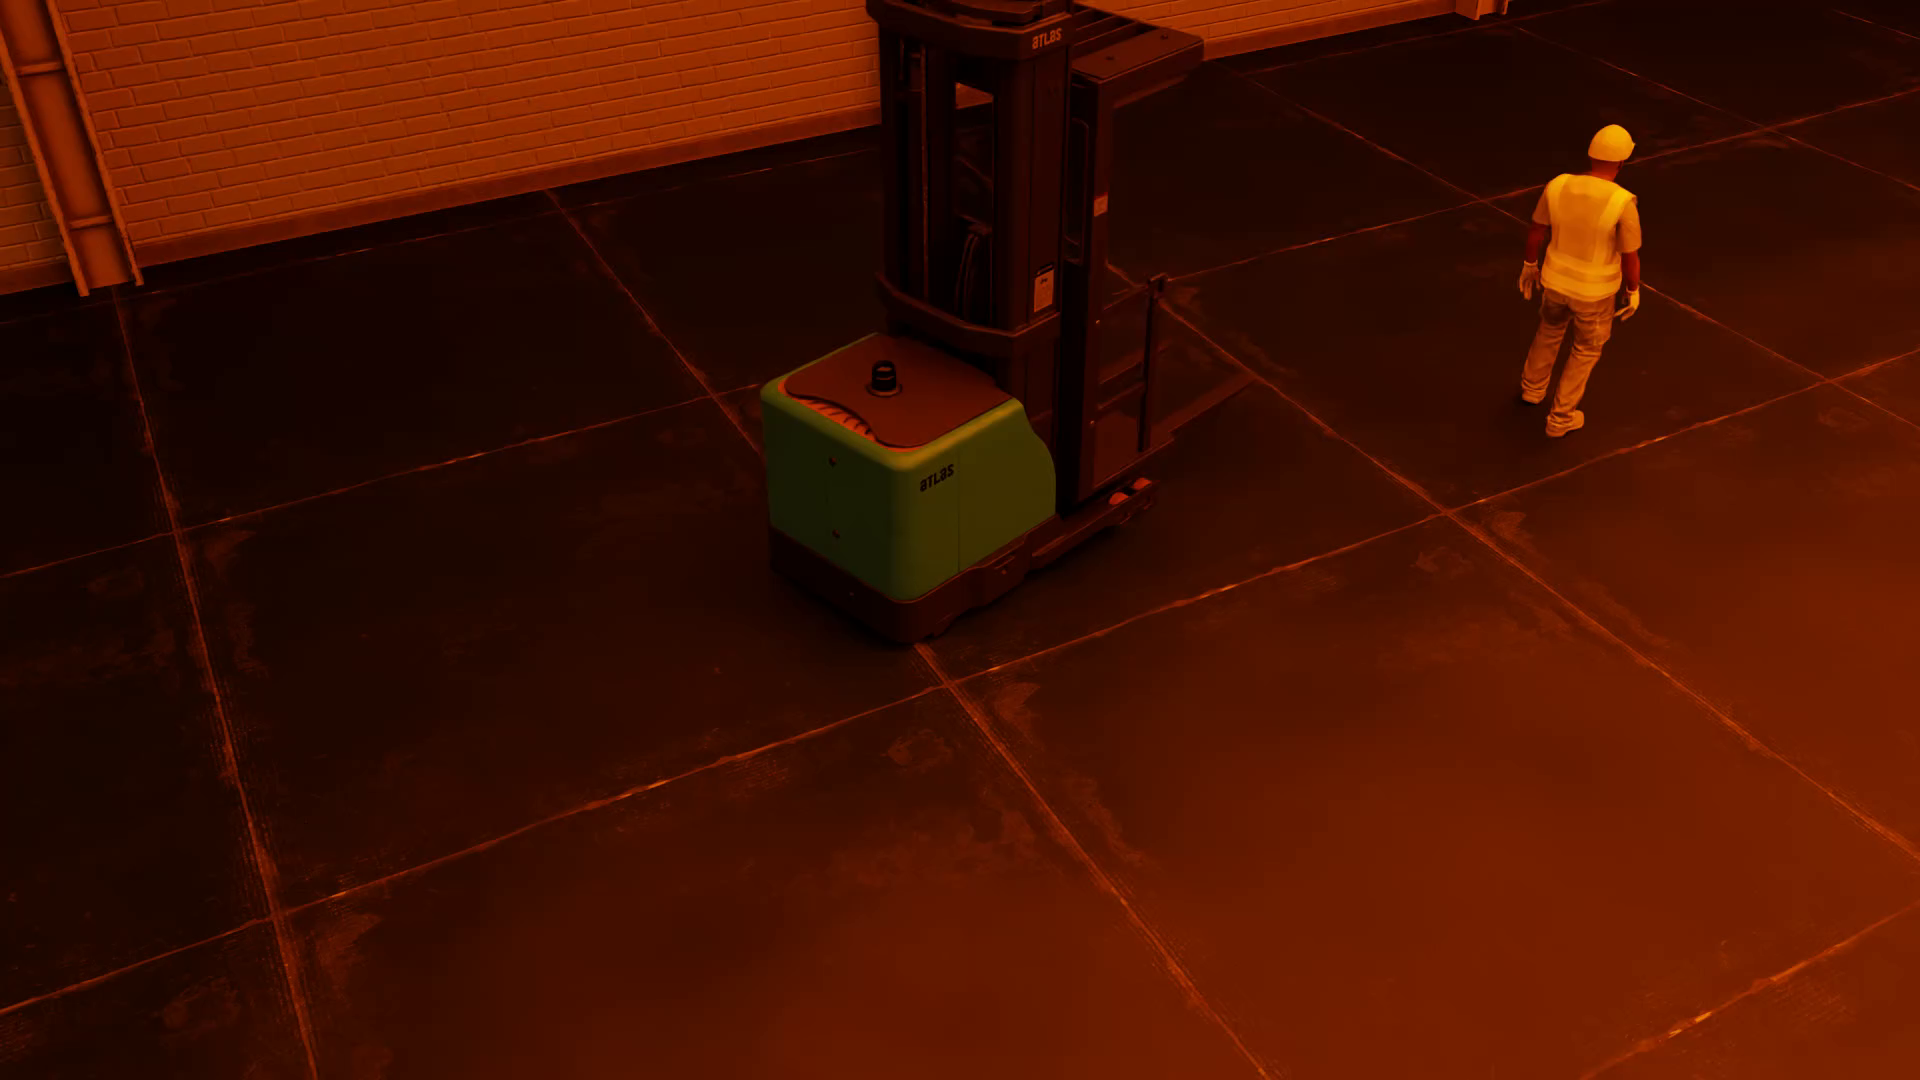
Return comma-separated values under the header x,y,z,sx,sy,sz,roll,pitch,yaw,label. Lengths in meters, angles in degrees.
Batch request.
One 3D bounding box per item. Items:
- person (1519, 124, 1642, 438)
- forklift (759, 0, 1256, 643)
x,y,z,sx,sy,sz,roll,pitch,yaw,label
3.467,-1.431,9.195,0.523,1.816,0.645,-26,43,-32,person
0.422,-1.465,8.196,1.130,2.935,3.031,29,44,35,forklift
